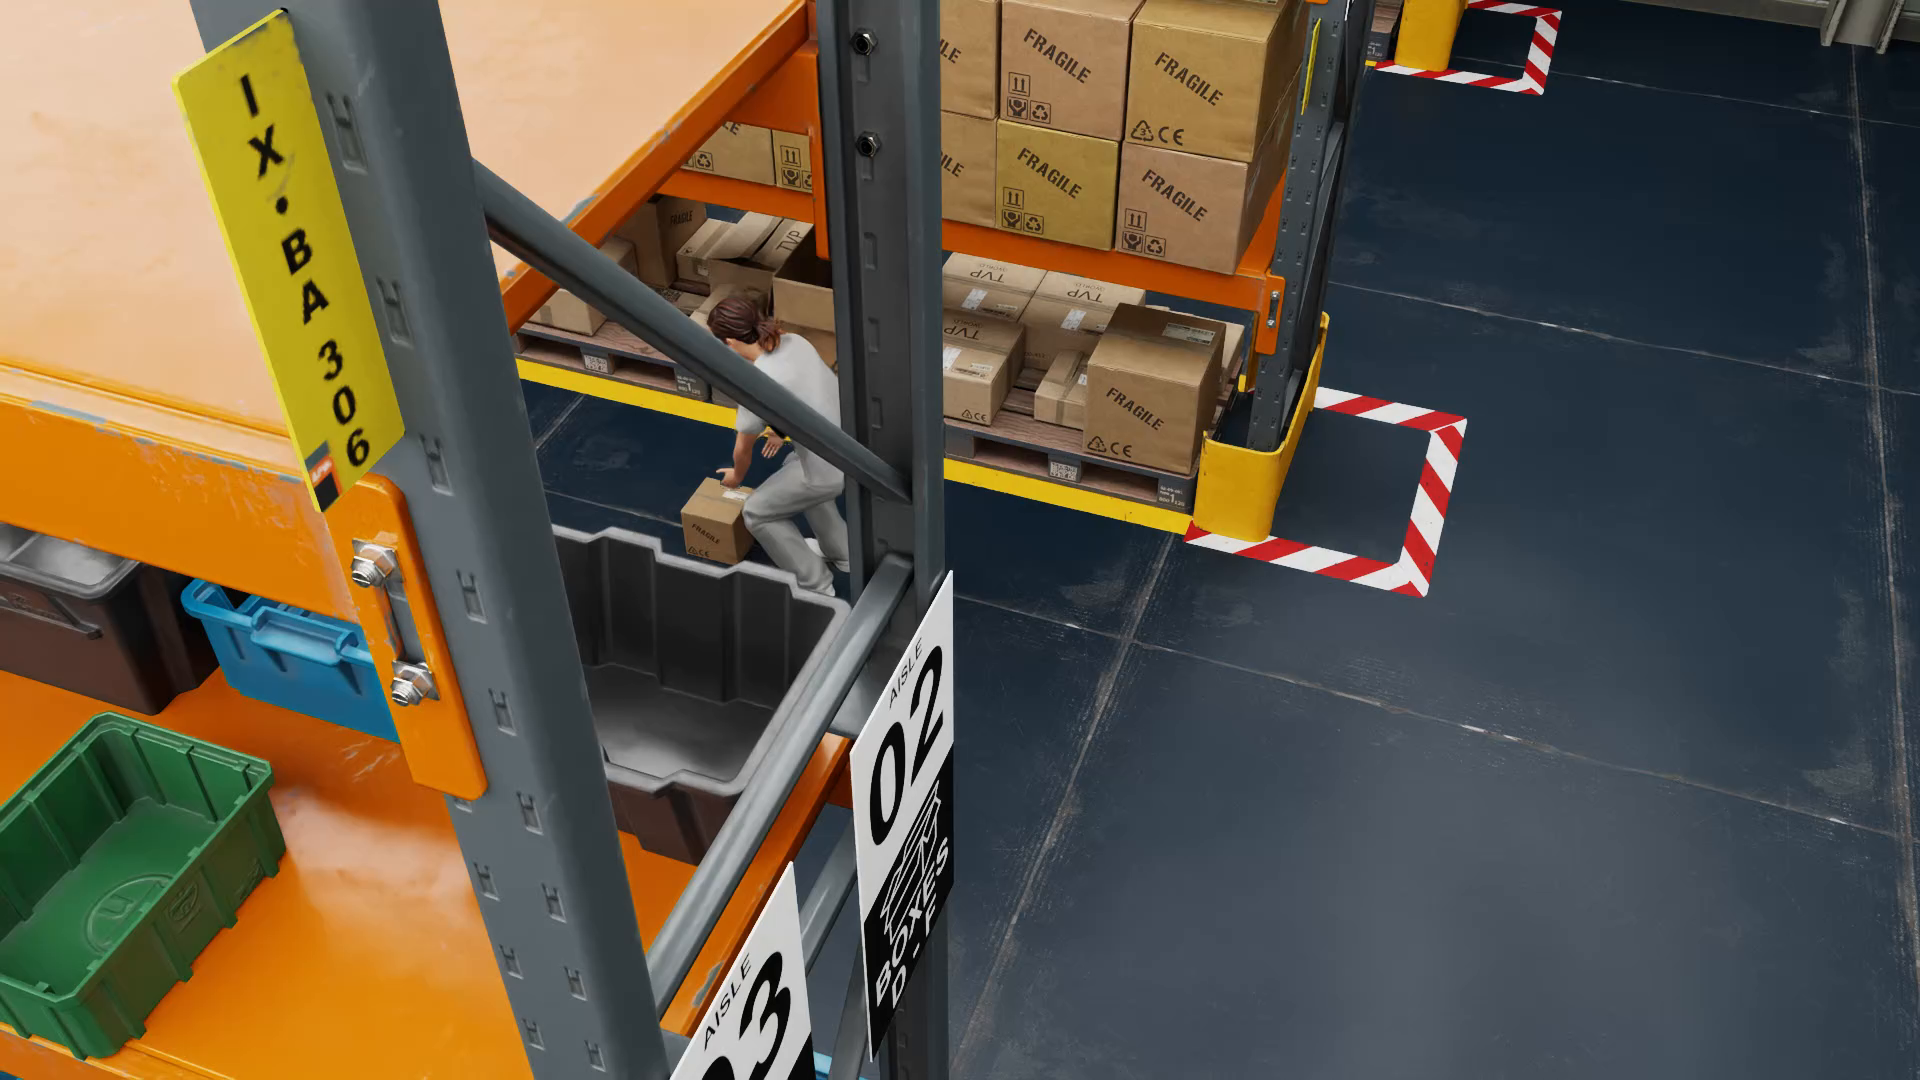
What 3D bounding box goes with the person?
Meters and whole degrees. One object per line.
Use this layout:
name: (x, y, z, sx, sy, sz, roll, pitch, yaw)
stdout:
person: (-0.688, -0.350, 6.794, 0.652, 1.362, 0.491, 19, 45, 20)
